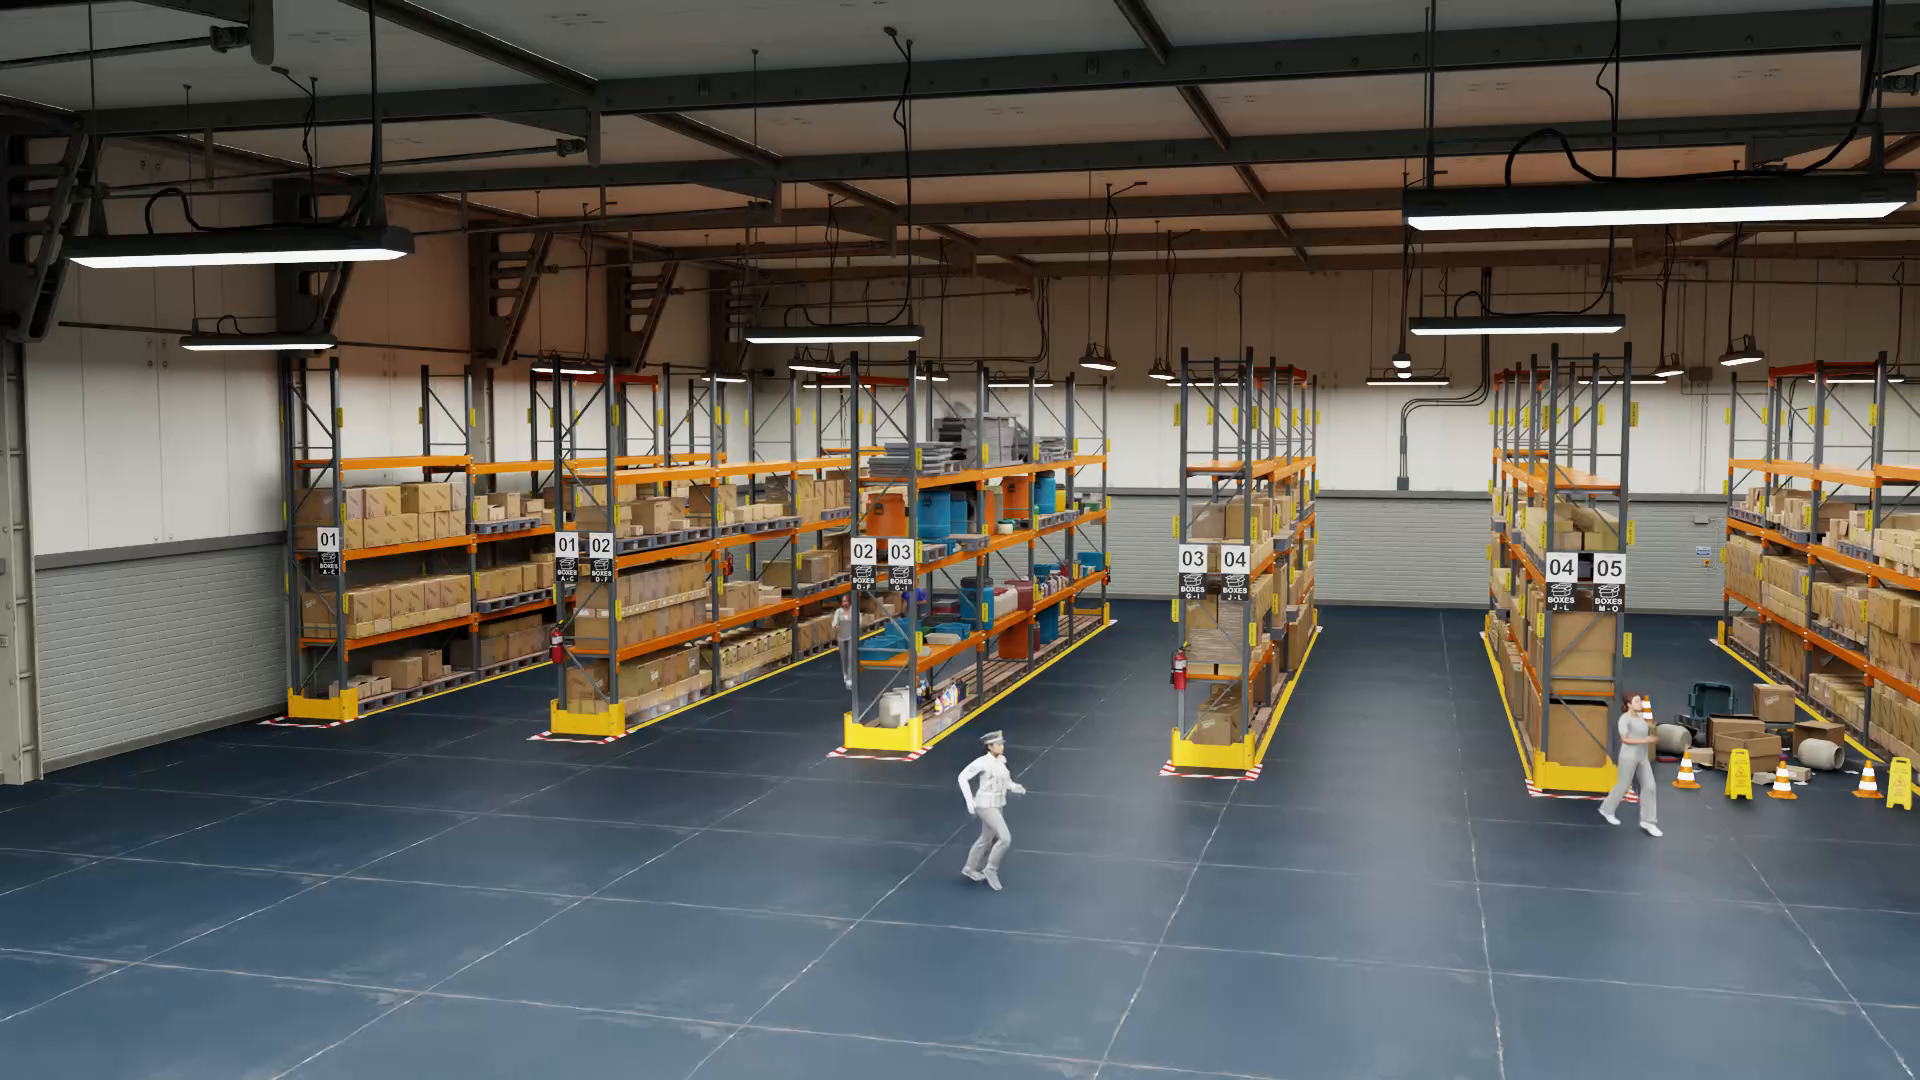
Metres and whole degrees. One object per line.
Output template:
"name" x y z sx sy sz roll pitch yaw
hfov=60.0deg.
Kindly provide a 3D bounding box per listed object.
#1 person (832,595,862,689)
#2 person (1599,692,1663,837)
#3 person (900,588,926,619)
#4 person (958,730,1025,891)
"person" -1.988 1.754 29.173 0.505 1.611 0.796 0 4 3
"person" 8.129 2.674 20.120 0.543 1.702 0.822 -2 5 -30
"person" -0.992 1.592 34.979 0.562 1.682 0.867 0 4 3
"person" 0.346 2.866 17.685 0.771 1.714 0.572 2 5 30
